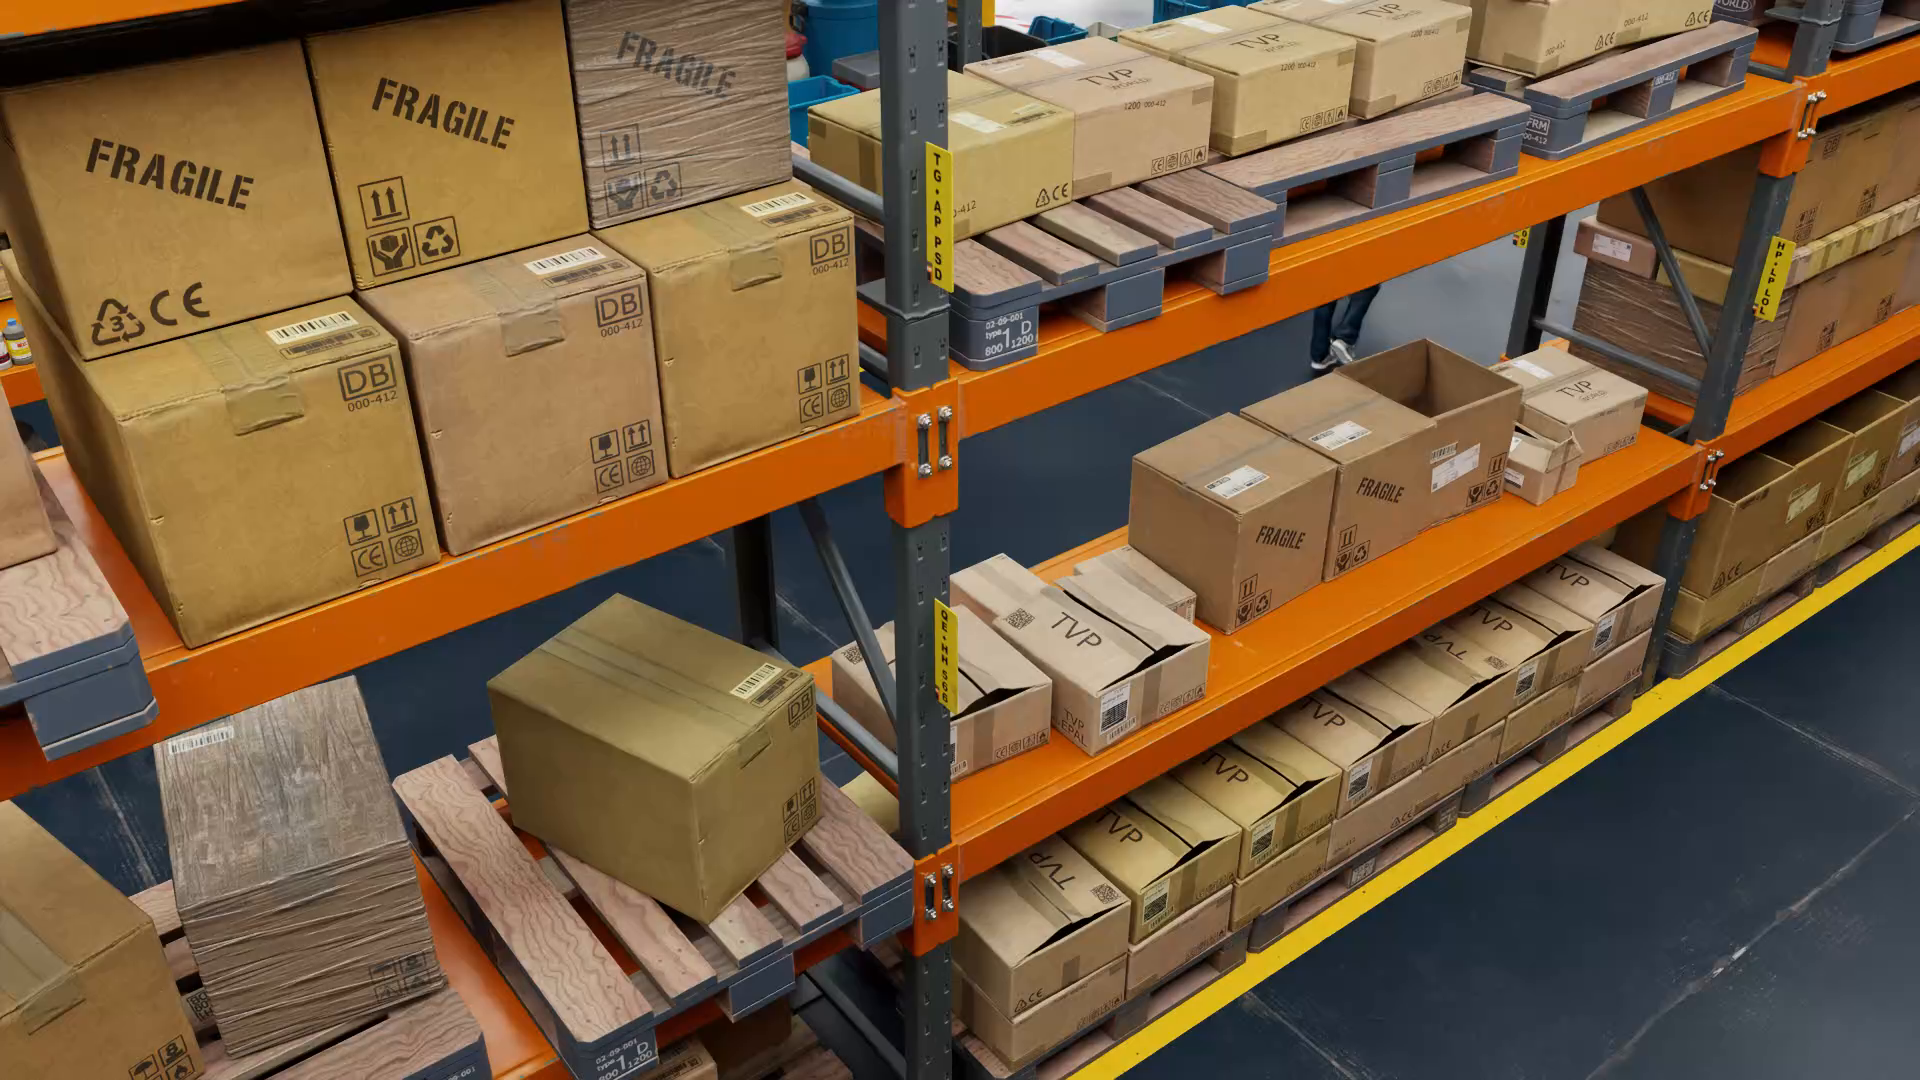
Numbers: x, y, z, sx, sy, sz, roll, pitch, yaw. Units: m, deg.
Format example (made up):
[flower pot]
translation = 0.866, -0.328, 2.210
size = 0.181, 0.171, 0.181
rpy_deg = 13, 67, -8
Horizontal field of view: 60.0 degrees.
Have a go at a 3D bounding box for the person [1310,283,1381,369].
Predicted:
[person]
translation = 2.306, -1.771, 9.875
size = 0.447, 1.609, 0.446
rpy_deg = 22, 39, 30
